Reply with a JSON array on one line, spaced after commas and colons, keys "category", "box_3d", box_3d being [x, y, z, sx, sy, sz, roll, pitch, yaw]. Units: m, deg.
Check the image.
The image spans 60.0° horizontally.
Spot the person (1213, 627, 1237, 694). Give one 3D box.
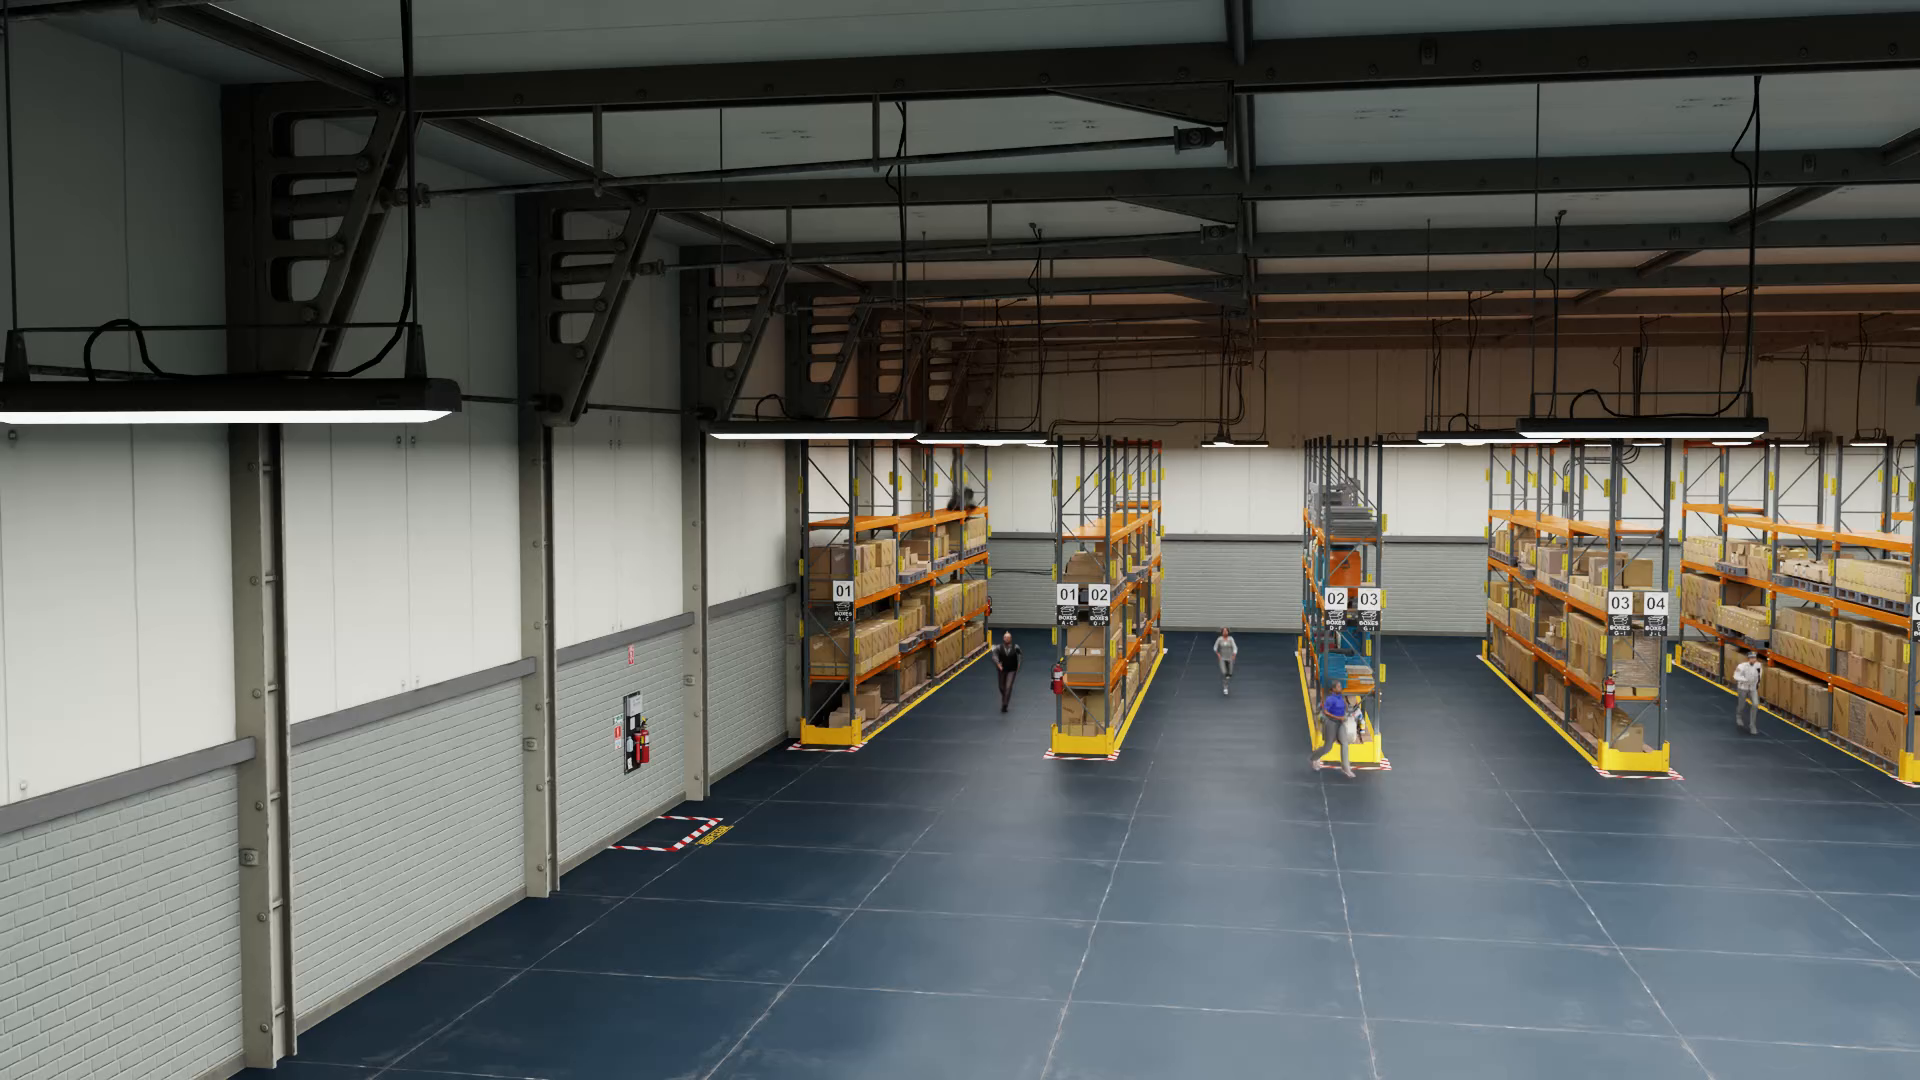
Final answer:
[{"category": "person", "box_3d": [6.274, 2.843, 39.383, 0.556, 1.543, 0.644, 0, 3, 2]}]

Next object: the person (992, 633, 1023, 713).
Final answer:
[{"category": "person", "box_3d": [1.043, 2.899, 36.665, 0.683, 1.714, 0.912, 0, 3, 4]}]

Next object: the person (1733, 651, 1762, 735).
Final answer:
[{"category": "person", "box_3d": [16.014, 3.069, 33.846, 0.612, 1.695, 0.992, 1, 3, 10]}]

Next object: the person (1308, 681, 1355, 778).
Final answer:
[{"category": "person", "box_3d": [6.594, 3.306, 29.281, 0.613, 1.664, 0.940, -3, 4, -42]}]
